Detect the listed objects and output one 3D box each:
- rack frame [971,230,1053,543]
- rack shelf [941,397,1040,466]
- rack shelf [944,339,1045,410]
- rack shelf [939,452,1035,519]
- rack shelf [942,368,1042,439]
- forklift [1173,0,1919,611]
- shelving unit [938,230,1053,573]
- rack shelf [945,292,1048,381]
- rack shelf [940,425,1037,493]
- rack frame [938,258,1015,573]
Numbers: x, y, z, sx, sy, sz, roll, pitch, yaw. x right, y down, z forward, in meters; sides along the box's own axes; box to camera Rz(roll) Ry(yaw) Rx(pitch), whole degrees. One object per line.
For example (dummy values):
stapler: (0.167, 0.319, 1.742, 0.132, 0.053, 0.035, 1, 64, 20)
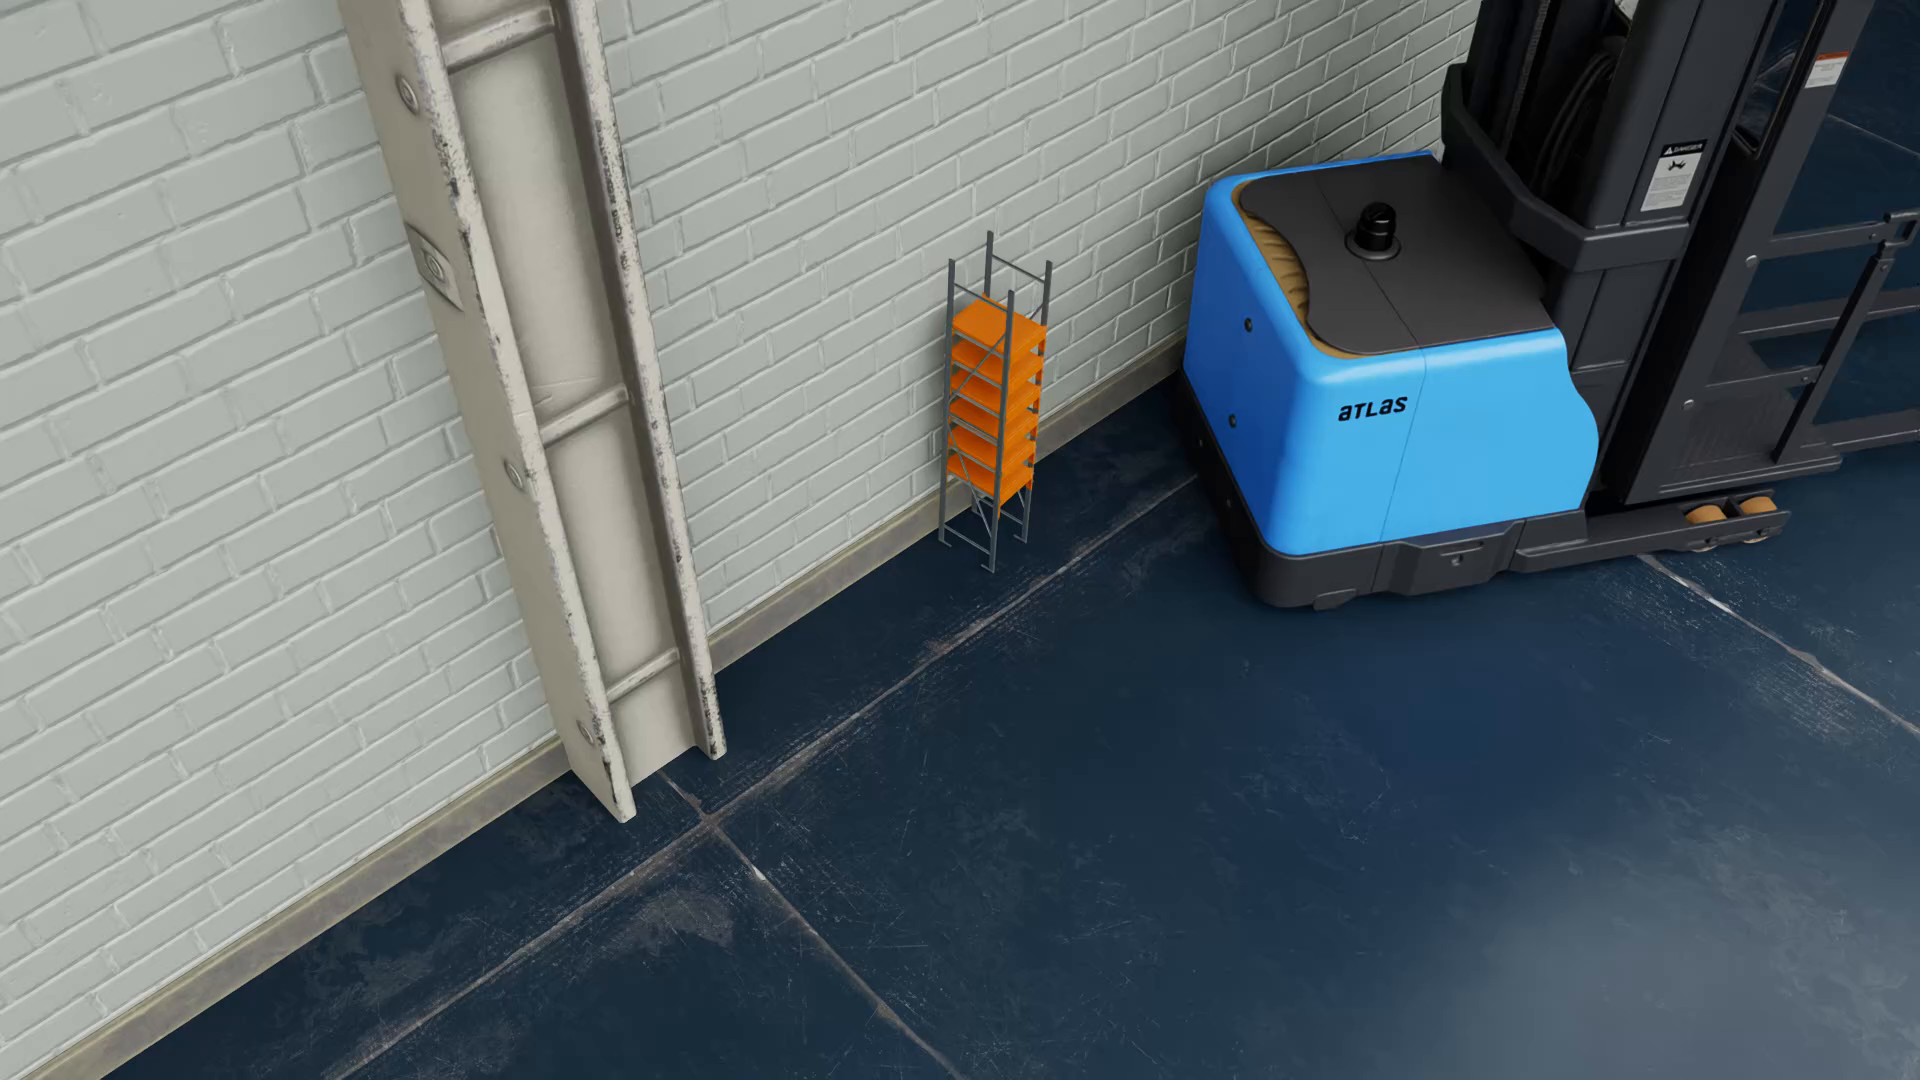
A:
rack frame: (0.156, -0.457, 5.351, 0.240, 1.200, 0.006, 31, 53, 24)
rack shelf: (0.097, -0.376, 5.333, 0.258, 0.103, 0.180, 31, 53, 24)
rack shelf: (0.106, -0.540, 5.159, 0.258, 0.103, 0.180, 31, 53, 24)
rack shelf: (0.089, -0.211, 5.508, 0.258, 0.103, 0.180, 31, 53, 24)
rack shelf: (0.101, -0.458, 5.246, 0.258, 0.103, 0.180, 31, 53, 24)
forklift: (2.349, -1.325, 4.978, 3.031, 2.935, 1.130, -9, 48, -8)
shelving unit: (0.099, -0.406, 5.301, 0.258, 1.200, 0.189, 31, 53, 24)
rack shelf: (0.110, -0.622, 5.071, 0.258, 0.103, 0.180, 31, 53, 24)
rack shelf: (0.093, -0.294, 5.421, 0.258, 0.103, 0.180, 31, 53, 24)
rack frame: (0.042, -0.356, 5.250, 0.240, 1.200, 0.006, 31, 53, 24)
